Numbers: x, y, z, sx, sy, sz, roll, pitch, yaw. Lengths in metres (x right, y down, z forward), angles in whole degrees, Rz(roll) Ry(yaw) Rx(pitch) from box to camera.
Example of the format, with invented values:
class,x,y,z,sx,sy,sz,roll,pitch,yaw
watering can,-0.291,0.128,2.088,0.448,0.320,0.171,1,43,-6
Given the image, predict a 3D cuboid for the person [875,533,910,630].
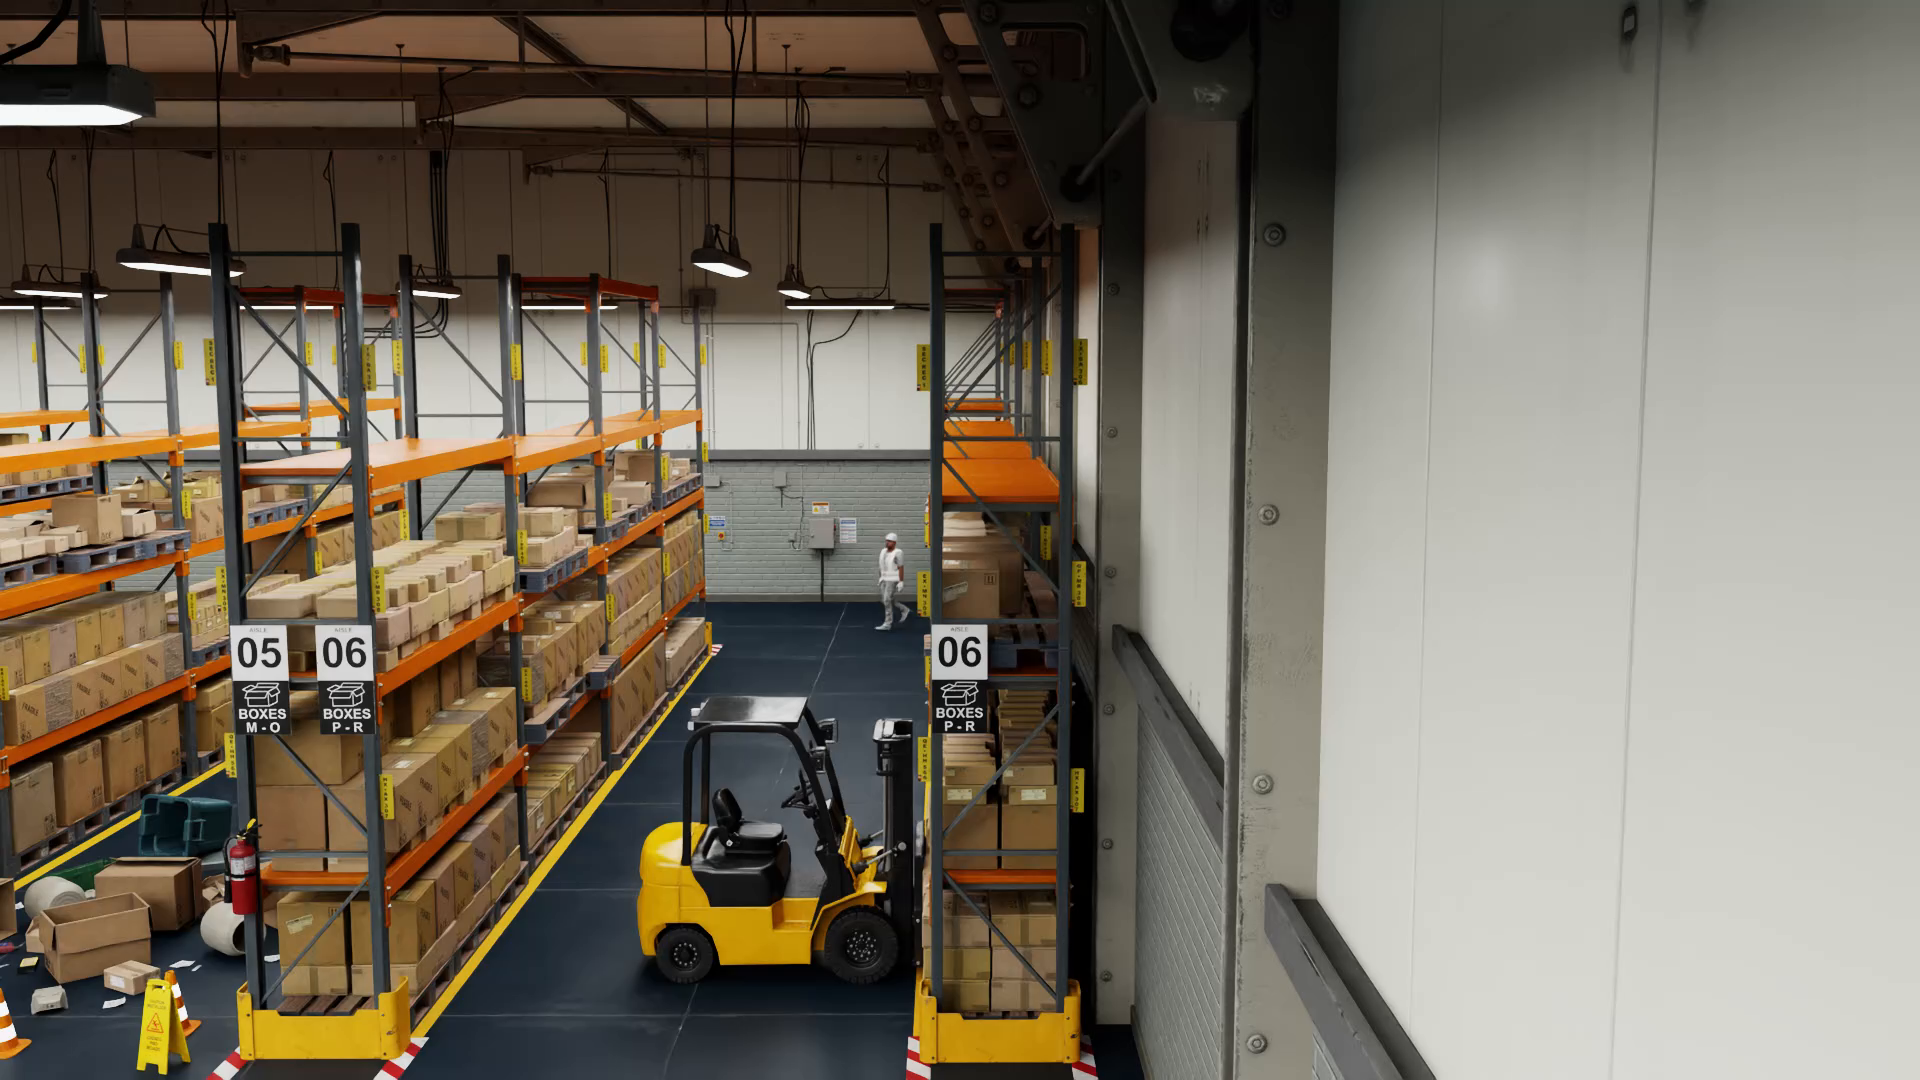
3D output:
class,x,y,z,sx,sy,sz,roll,pitch,yaw
person,-1.225,0.746,30.328,0.771,1.773,0.533,-4,8,-30
